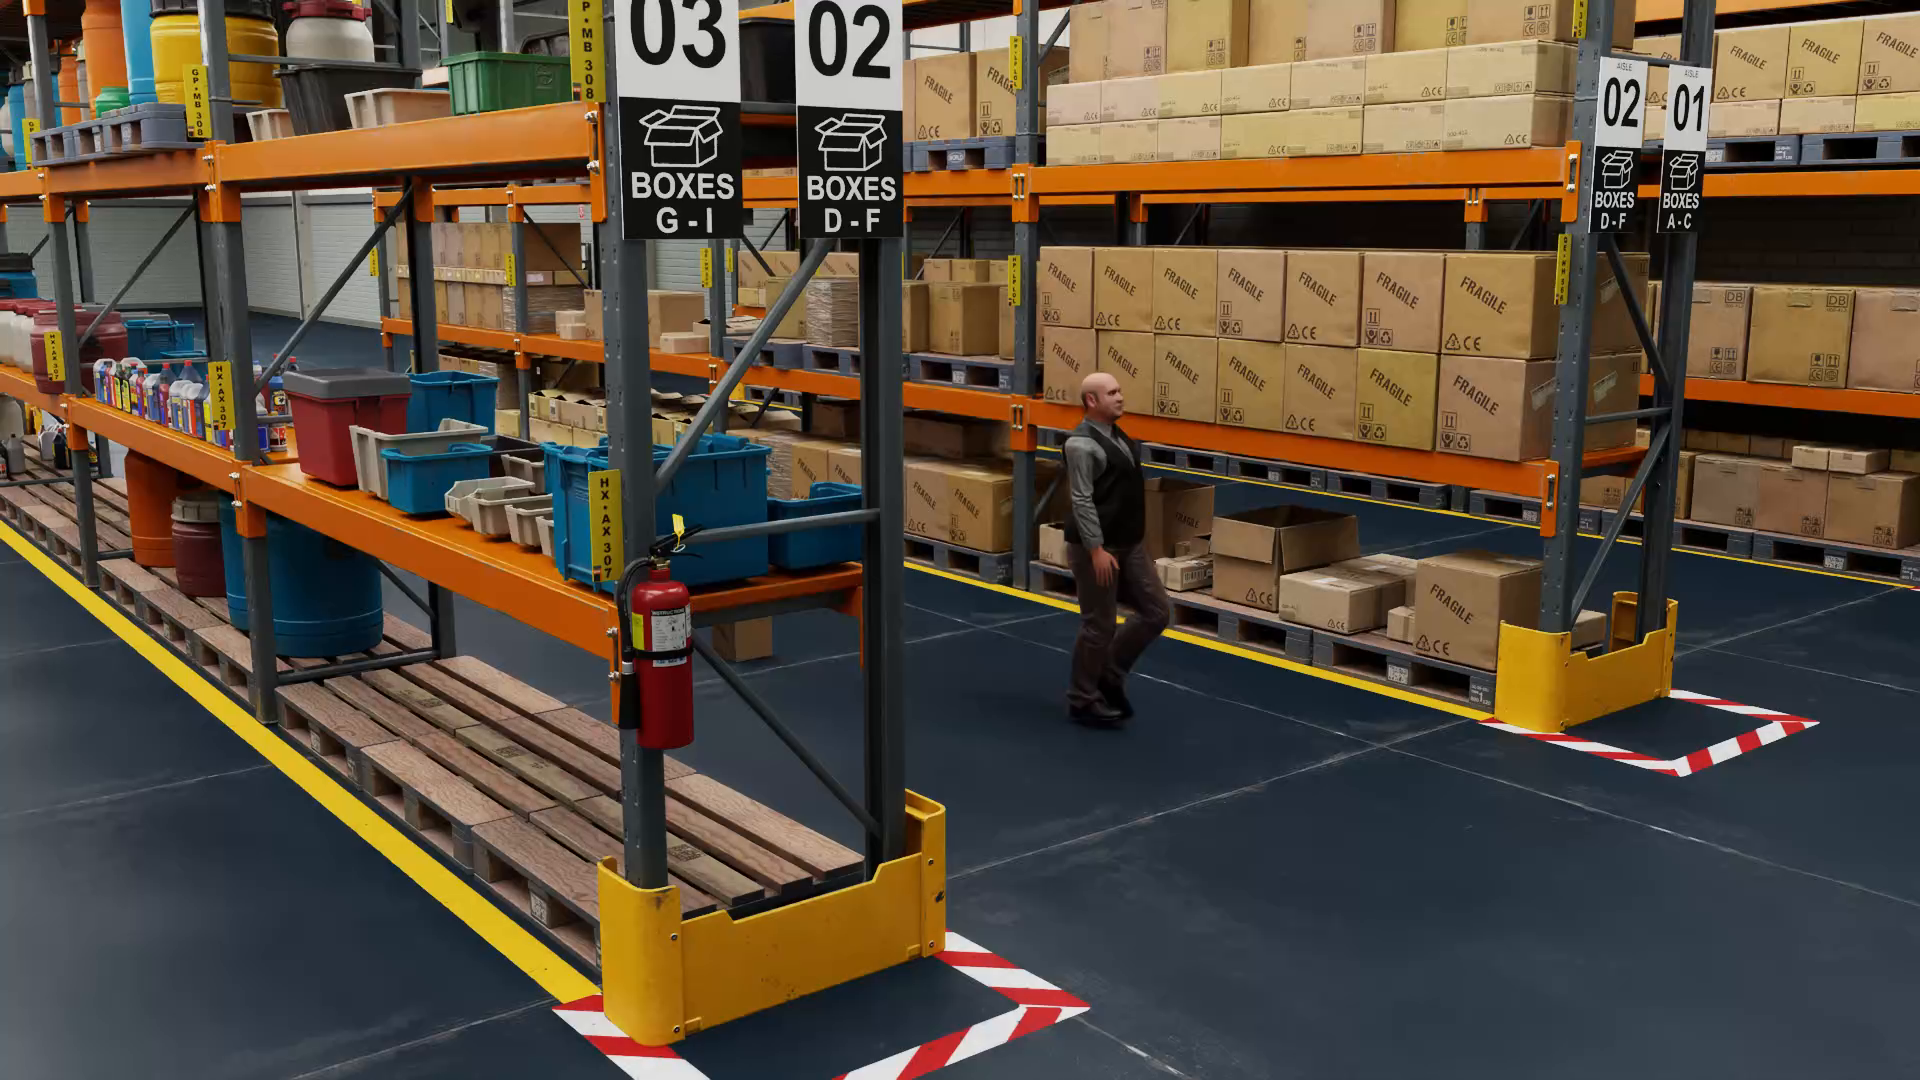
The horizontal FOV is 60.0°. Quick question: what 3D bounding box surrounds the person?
[{"bbox_3d":[0.748,0.062,8.104,0.470,1.749,0.565,6,12,30],"label":"person"}]
